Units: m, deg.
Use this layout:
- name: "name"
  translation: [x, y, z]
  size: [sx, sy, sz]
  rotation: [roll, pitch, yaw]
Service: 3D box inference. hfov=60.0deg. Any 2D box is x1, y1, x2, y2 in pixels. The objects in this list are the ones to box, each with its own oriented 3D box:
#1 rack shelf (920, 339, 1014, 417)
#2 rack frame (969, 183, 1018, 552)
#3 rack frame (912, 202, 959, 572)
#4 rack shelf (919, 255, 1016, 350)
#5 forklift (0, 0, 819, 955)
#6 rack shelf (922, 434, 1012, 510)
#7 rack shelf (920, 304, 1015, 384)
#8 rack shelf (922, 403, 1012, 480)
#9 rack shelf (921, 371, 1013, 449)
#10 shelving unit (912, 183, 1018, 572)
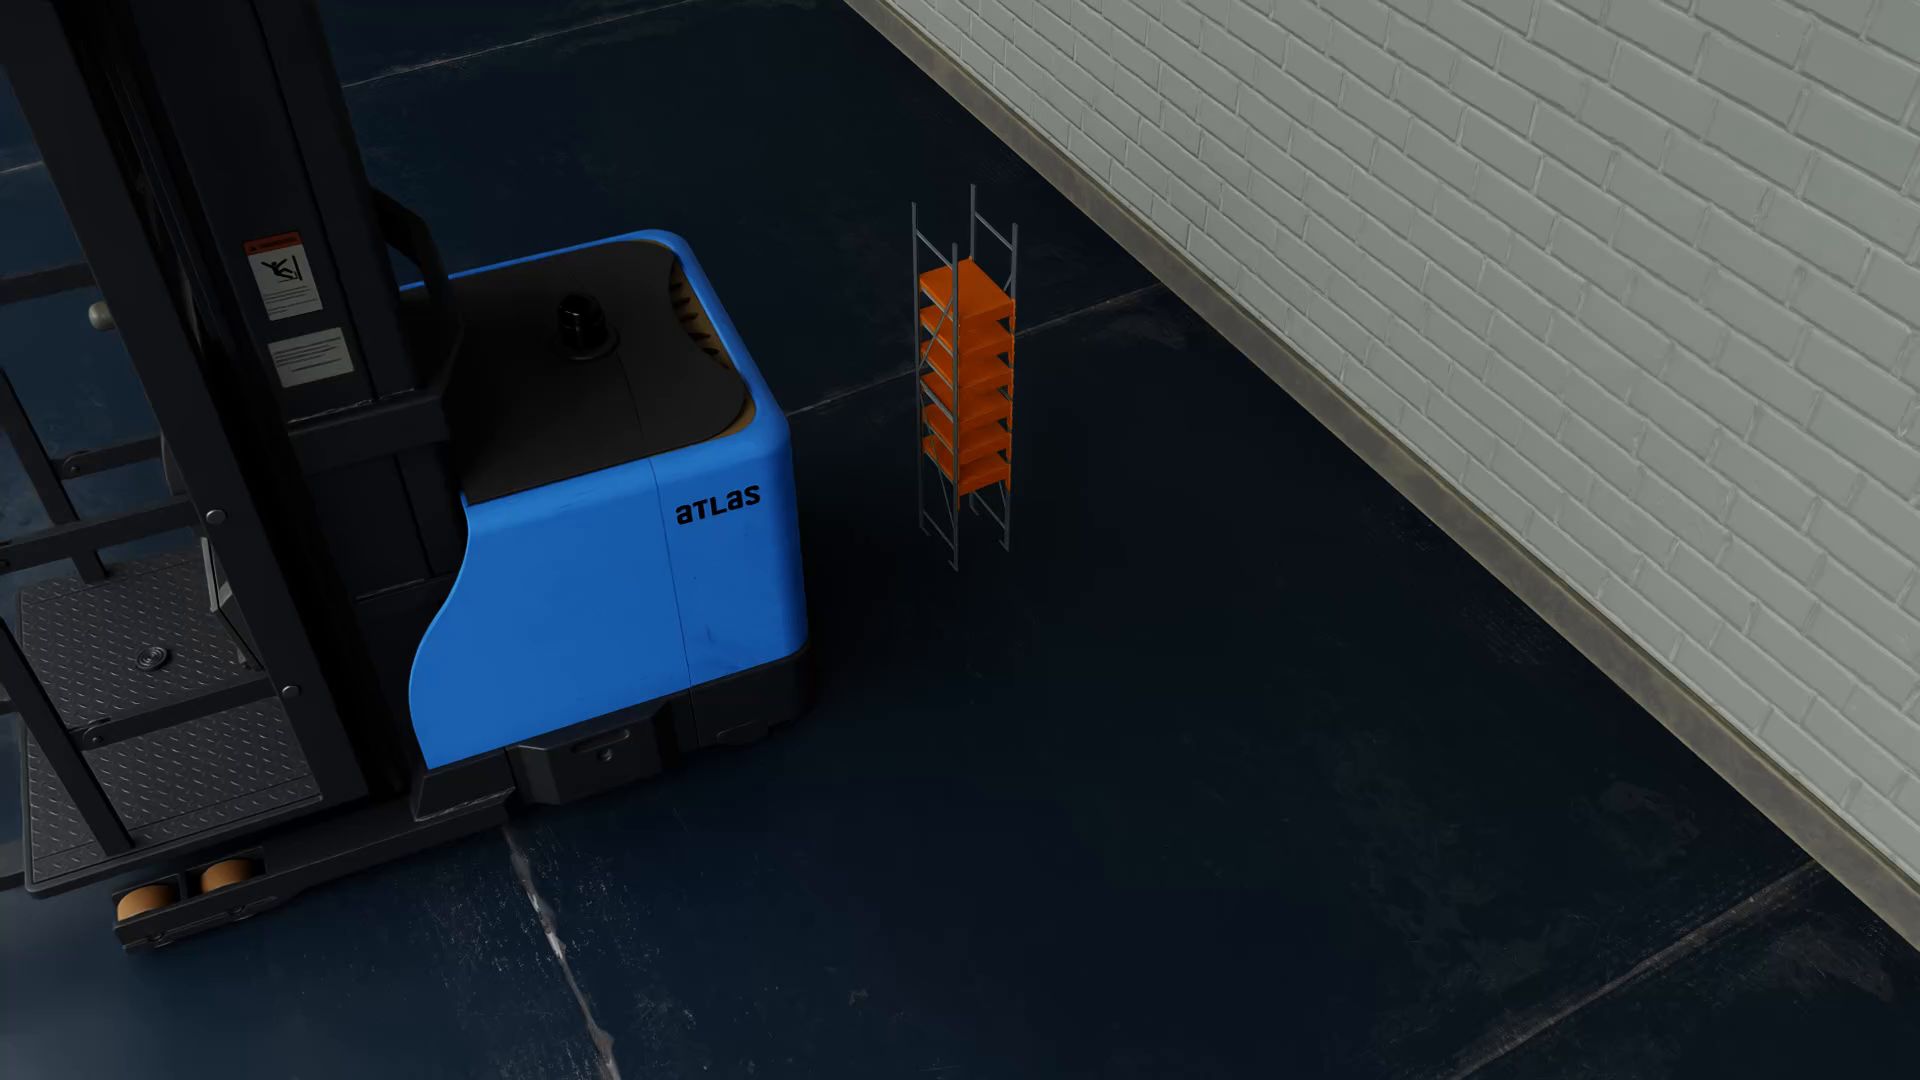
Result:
- name: "rack shelf"
  translation: [0.013, -0.490, 4.785]
  size: [0.180, 0.103, 0.258]
  rotation: [-22, 48, -21]
- name: "rack frame"
  translation: [0.092, -0.467, 4.870]
  size: [0.006, 1.200, 0.240]
  rotation: [-22, 48, -21]
- name: "rack frame"
  translation: [-0.067, -0.404, 4.805]
  size: [0.006, 1.200, 0.240]
  rotation: [-22, 48, -21]
- name: "rack shelf"
  translation: [0.013, -0.662, 4.618]
  size: [0.180, 0.103, 0.258]
  rotation: [-22, 48, -21]
- name: "forklift"
  translation: [-1.964, -0.447, 3.606]
  size: [3.031, 2.935, 1.130]
  rotation: [-17, 47, -17]
- name: "rack shelf"
  translation: [0.013, -0.231, 5.035]
  size: [0.180, 0.103, 0.258]
  rotation: [-22, 48, -21]
- name: "rack shelf"
  translation: [0.013, -0.576, 4.701]
  size: [0.180, 0.103, 0.258]
  rotation: [-22, 48, -21]
- name: "rack shelf"
  translation: [0.013, -0.318, 4.952]
  size: [0.180, 0.103, 0.258]
  rotation: [-22, 48, -21]
- name: "rack shelf"
  translation: [0.013, -0.404, 4.868]
  size: [0.180, 0.103, 0.258]
  rotation: [-22, 48, -21]
- name: "shelving unit"
  translation: [0.013, -0.436, 4.837]
  size: [0.189, 1.200, 0.258]
  rotation: [-22, 48, -21]
